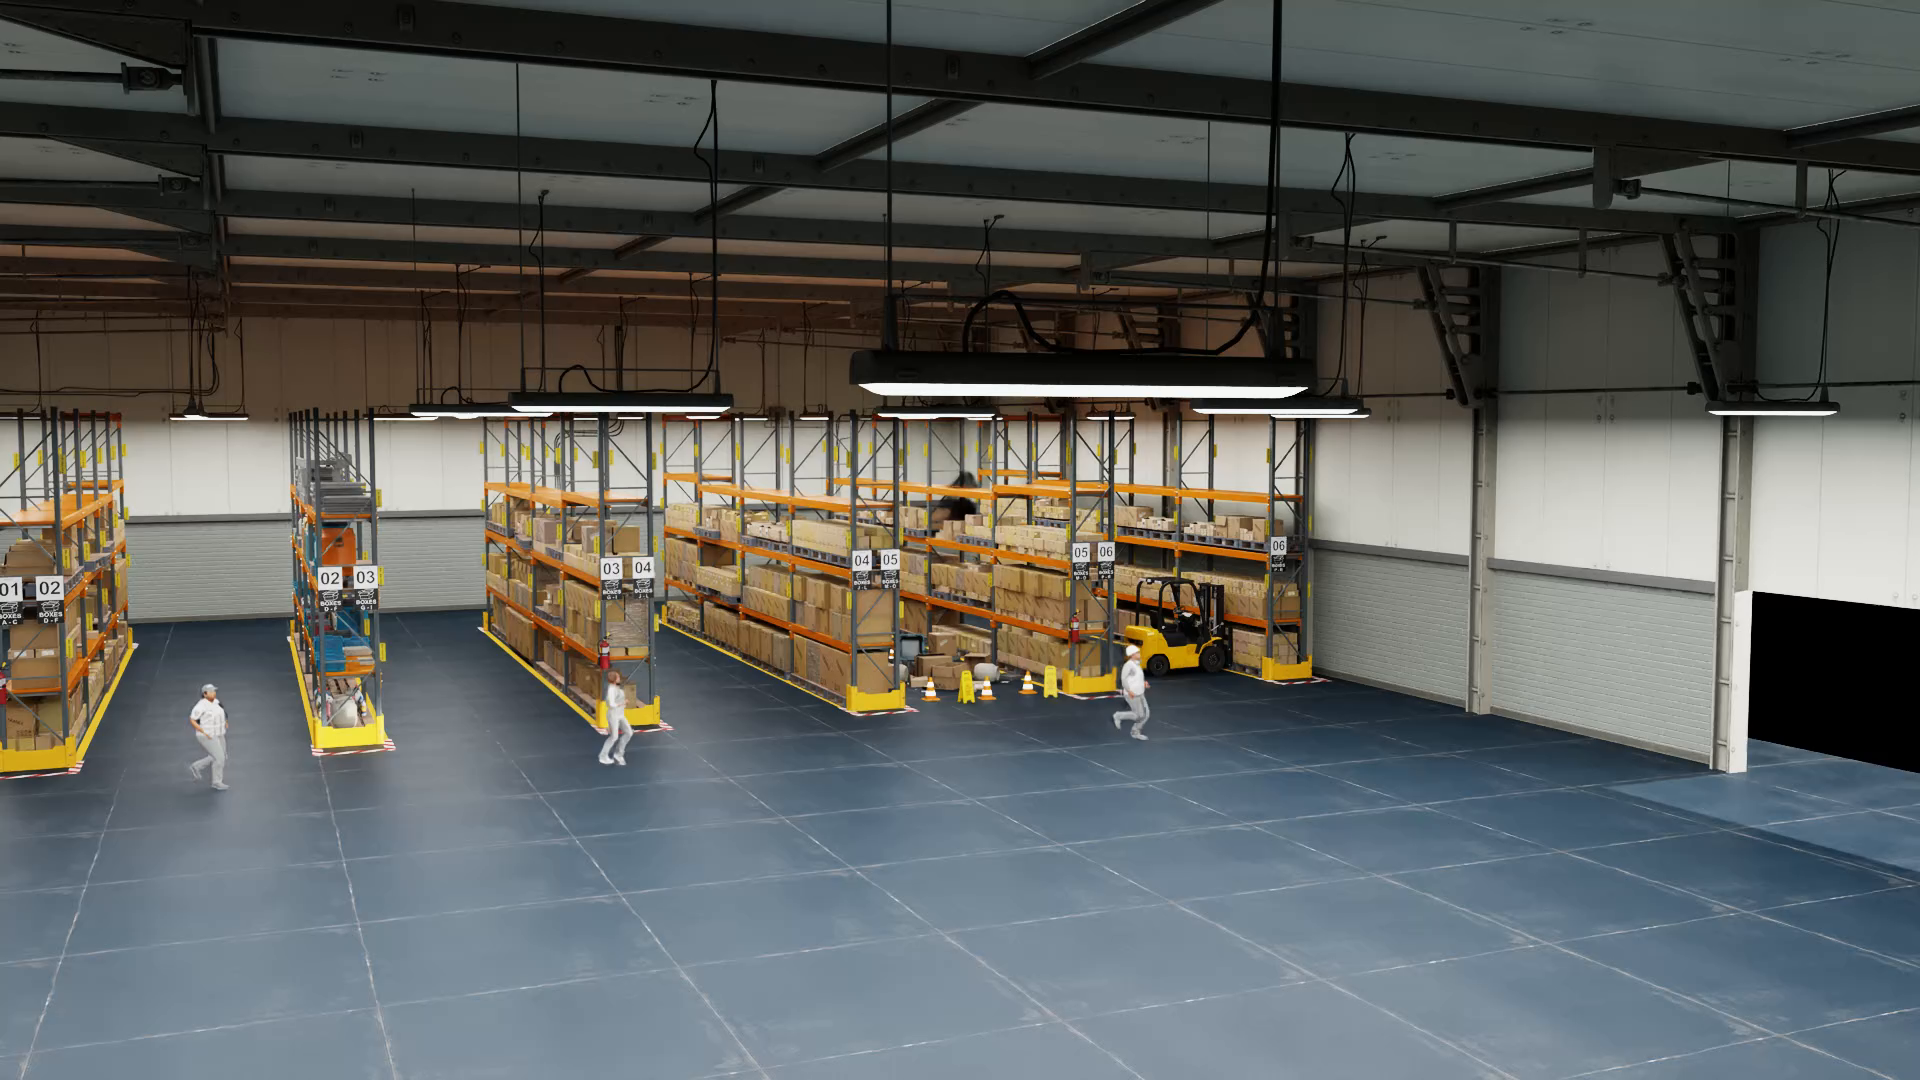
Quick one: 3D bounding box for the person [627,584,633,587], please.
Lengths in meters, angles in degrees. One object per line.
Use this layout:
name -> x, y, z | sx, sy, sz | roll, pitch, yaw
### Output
person -> -9.369, 1.483, 48.120 | 0.765, 1.720, 0.921 | 4, 5, 42

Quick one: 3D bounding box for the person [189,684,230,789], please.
person -> -11.809, 3.085, 26.148 | 0.664, 1.659, 0.602 | 1, 4, 9

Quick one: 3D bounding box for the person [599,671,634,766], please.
person -> -5.721, 2.991, 27.742 | 0.640, 1.604, 0.514 | 0, 4, 7

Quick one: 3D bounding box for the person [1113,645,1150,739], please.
person -> 3.122, 2.758, 30.160 | 0.627, 1.708, 0.662 | 2, 4, 25
